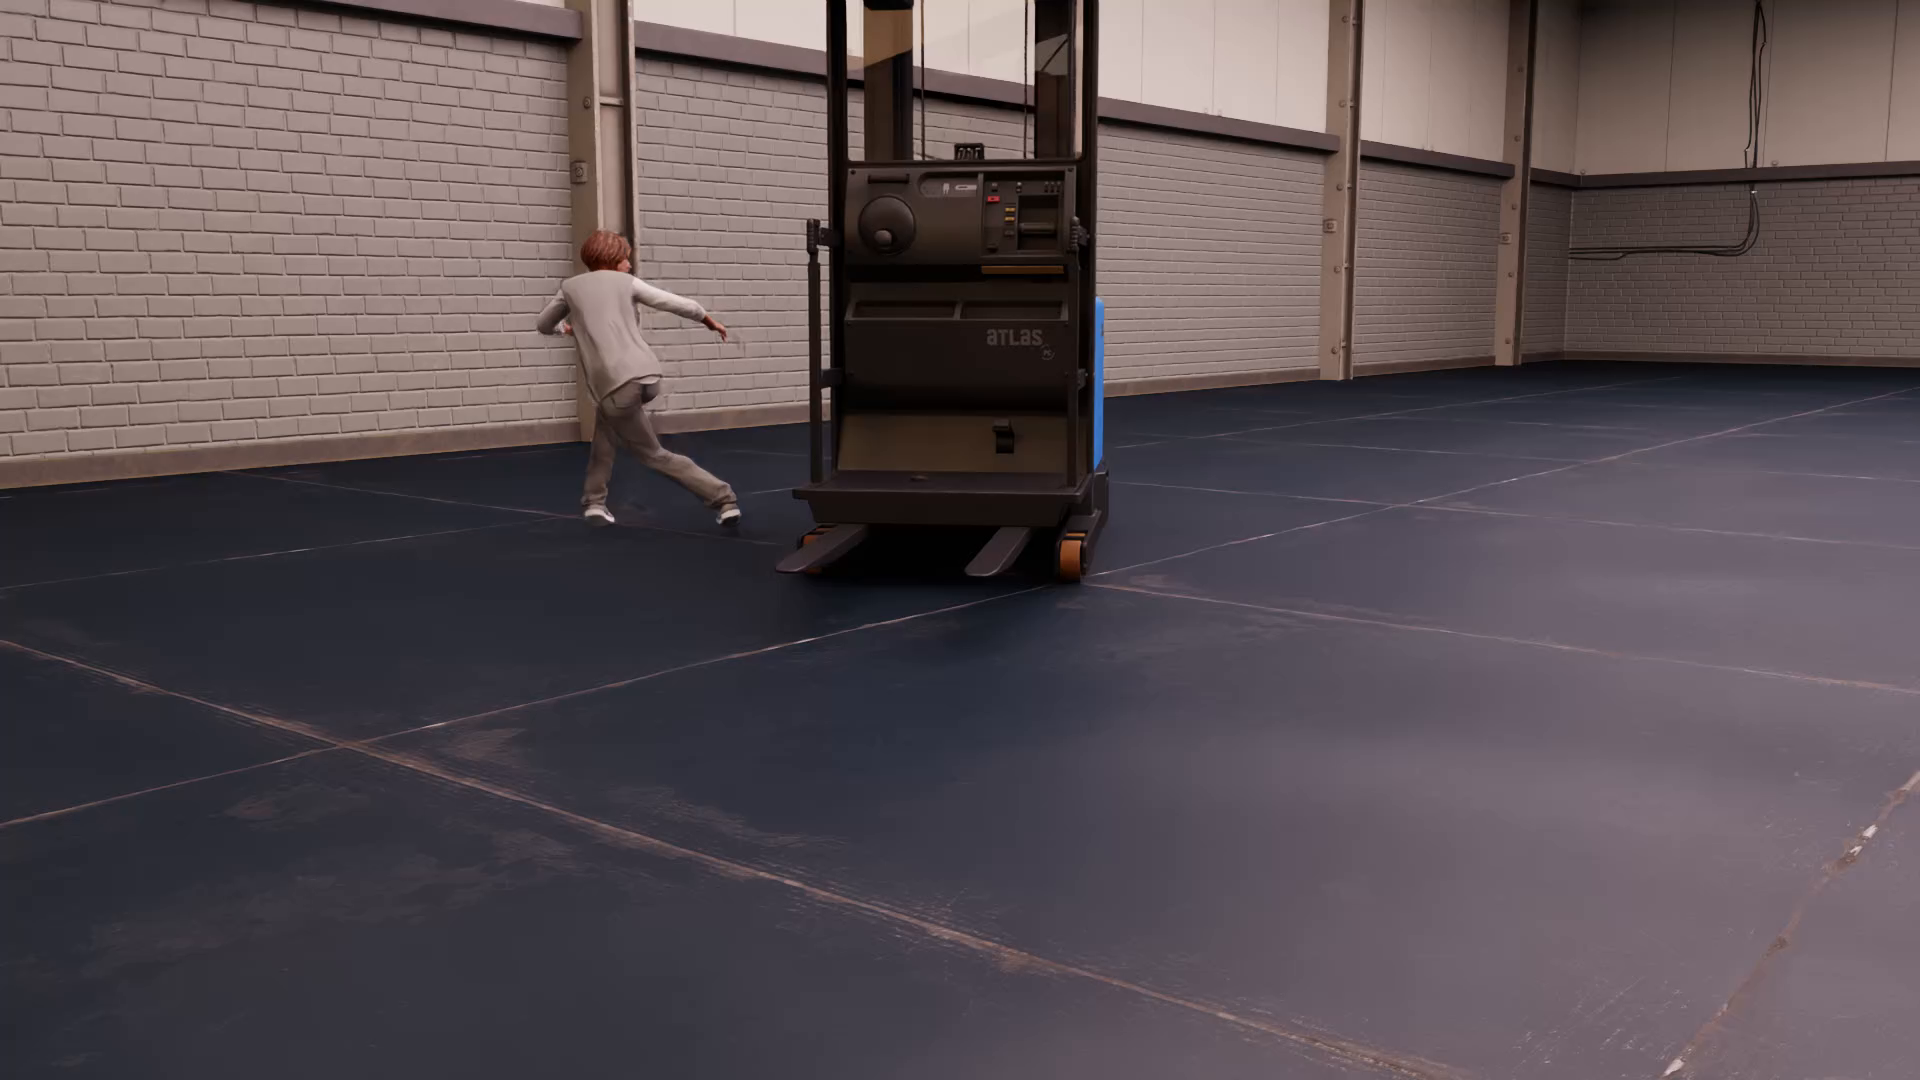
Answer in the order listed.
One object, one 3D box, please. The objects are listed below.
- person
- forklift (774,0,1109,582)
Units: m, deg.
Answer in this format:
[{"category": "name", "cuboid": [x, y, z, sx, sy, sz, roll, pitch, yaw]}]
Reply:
[{"category": "person", "cuboid": [-1.478, -0.727, 7.683, 0.827, 1.382, 0.937, -5, 9, -28]}, {"category": "forklift", "cuboid": [-0.028, -1.343, 6.463, 1.130, 2.935, 3.031, 1, 8, 8]}]
